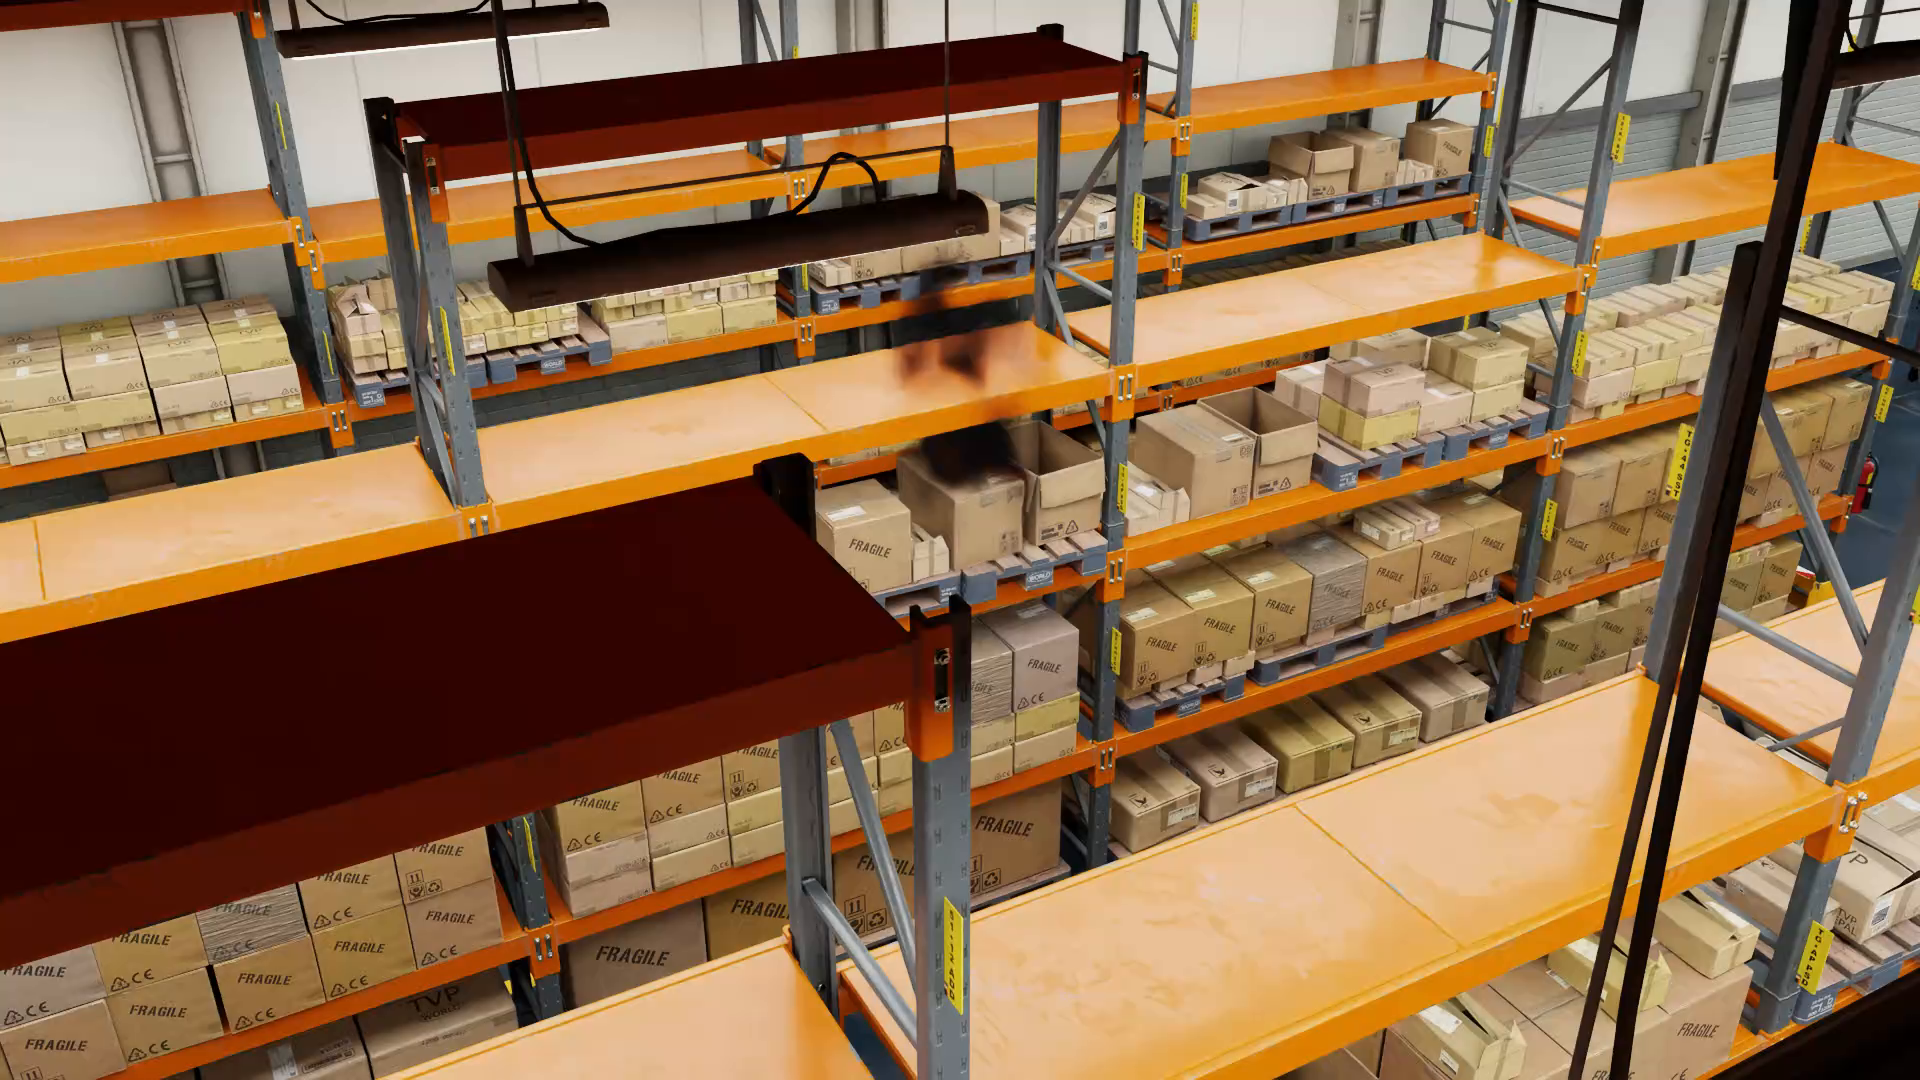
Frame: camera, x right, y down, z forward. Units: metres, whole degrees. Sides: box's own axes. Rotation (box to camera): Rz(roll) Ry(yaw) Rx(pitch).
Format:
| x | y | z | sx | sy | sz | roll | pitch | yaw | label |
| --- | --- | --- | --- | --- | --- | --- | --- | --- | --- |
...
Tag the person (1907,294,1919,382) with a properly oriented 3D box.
| x | y | z | sx | sy | sz | roll | pitch | yaw | label |
| --- | --- | --- | --- | --- | --- | --- | --- | --- | --- |
| 11.832 | -2.567 | 20.080 | 0.643 | 1.706 | 0.974 | 19 | 33 | 32 | person |
